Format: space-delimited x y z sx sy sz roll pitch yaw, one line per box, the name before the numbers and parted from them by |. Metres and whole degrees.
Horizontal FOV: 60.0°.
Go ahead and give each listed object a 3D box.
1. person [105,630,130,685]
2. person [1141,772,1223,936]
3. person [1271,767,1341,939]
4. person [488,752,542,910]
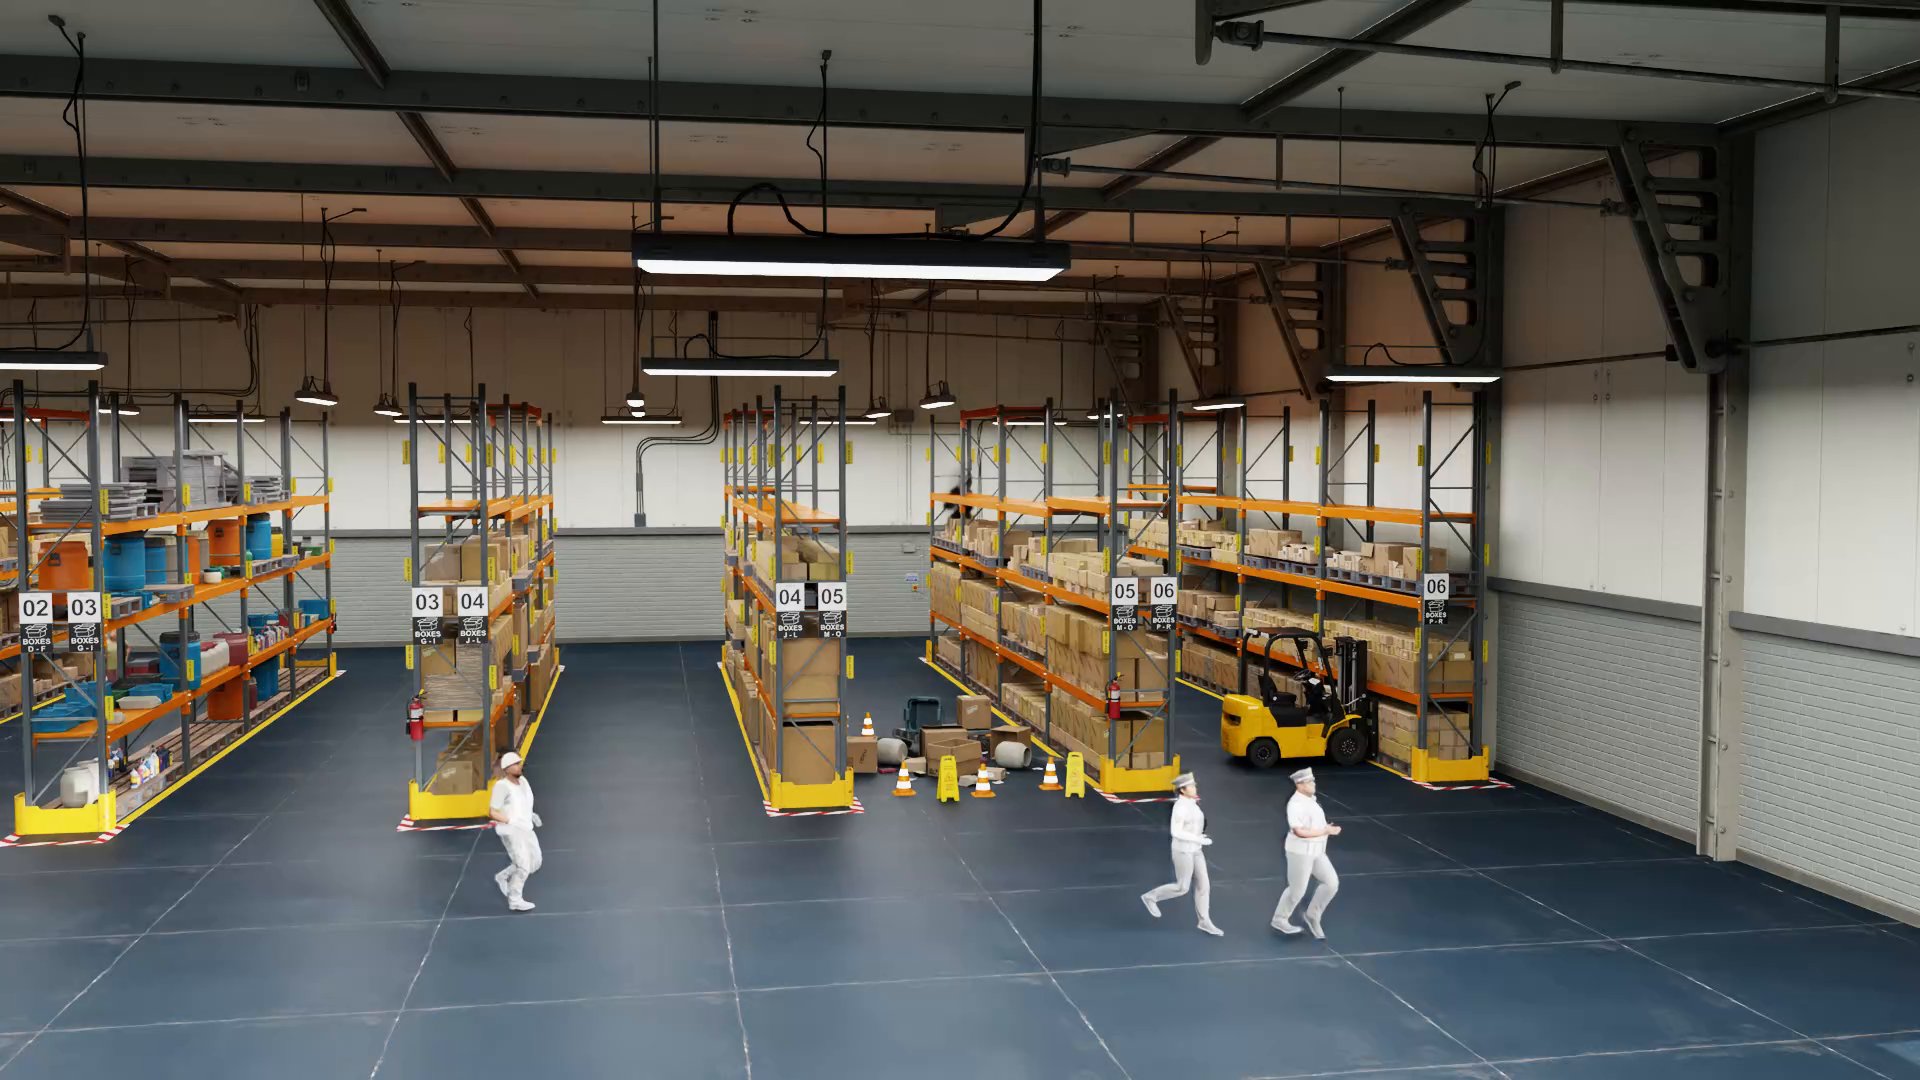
person | -16.452 2.525 32.370 0.524 1.713 0.804 -1 3 -20
person | 2.352 3.278 17.499 0.882 1.700 0.617 1 3 27
person | 3.598 3.253 17.214 0.736 1.824 0.637 2 4 37
person | -4.909 3.204 18.320 0.621 1.733 0.679 1 3 18
